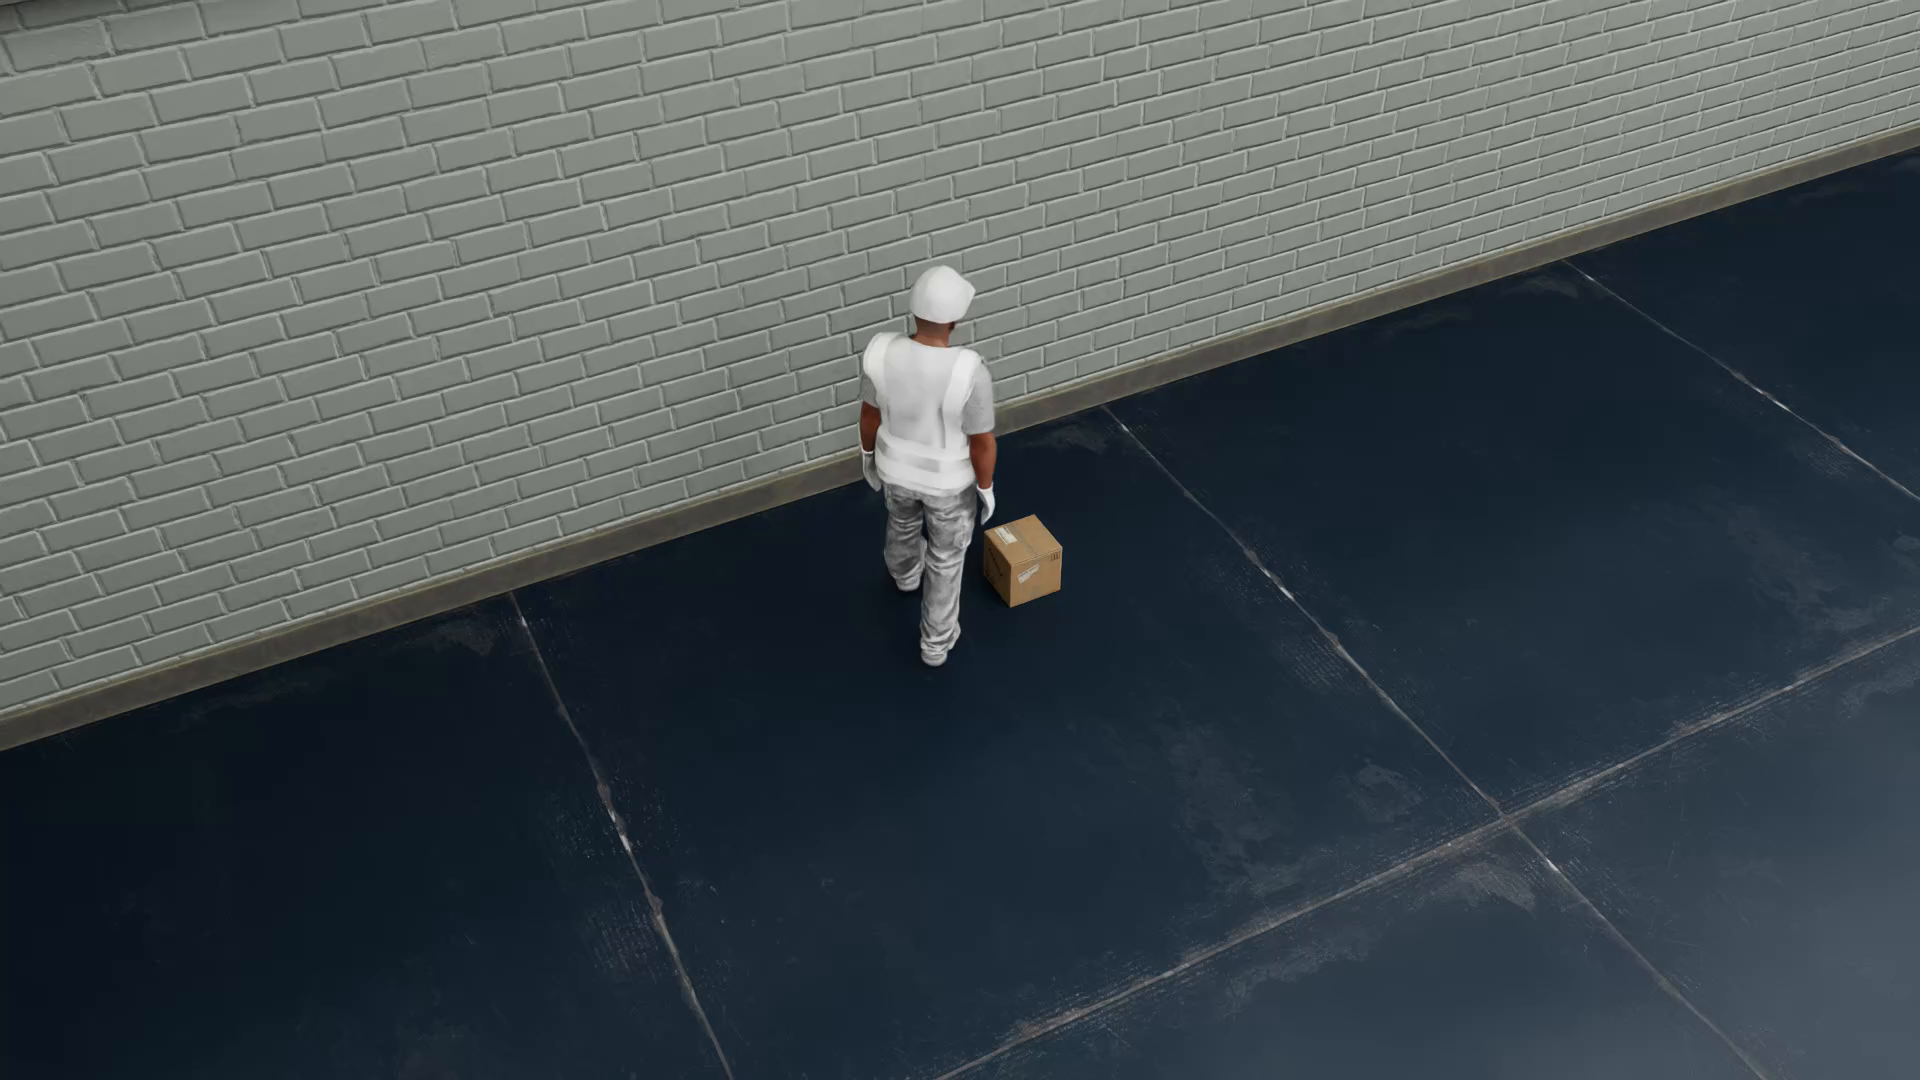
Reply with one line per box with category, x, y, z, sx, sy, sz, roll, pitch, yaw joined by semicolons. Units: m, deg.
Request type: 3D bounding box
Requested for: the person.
person;-0.071;-0.365;6.551;0.589;1.782;0.662;15;43;17
